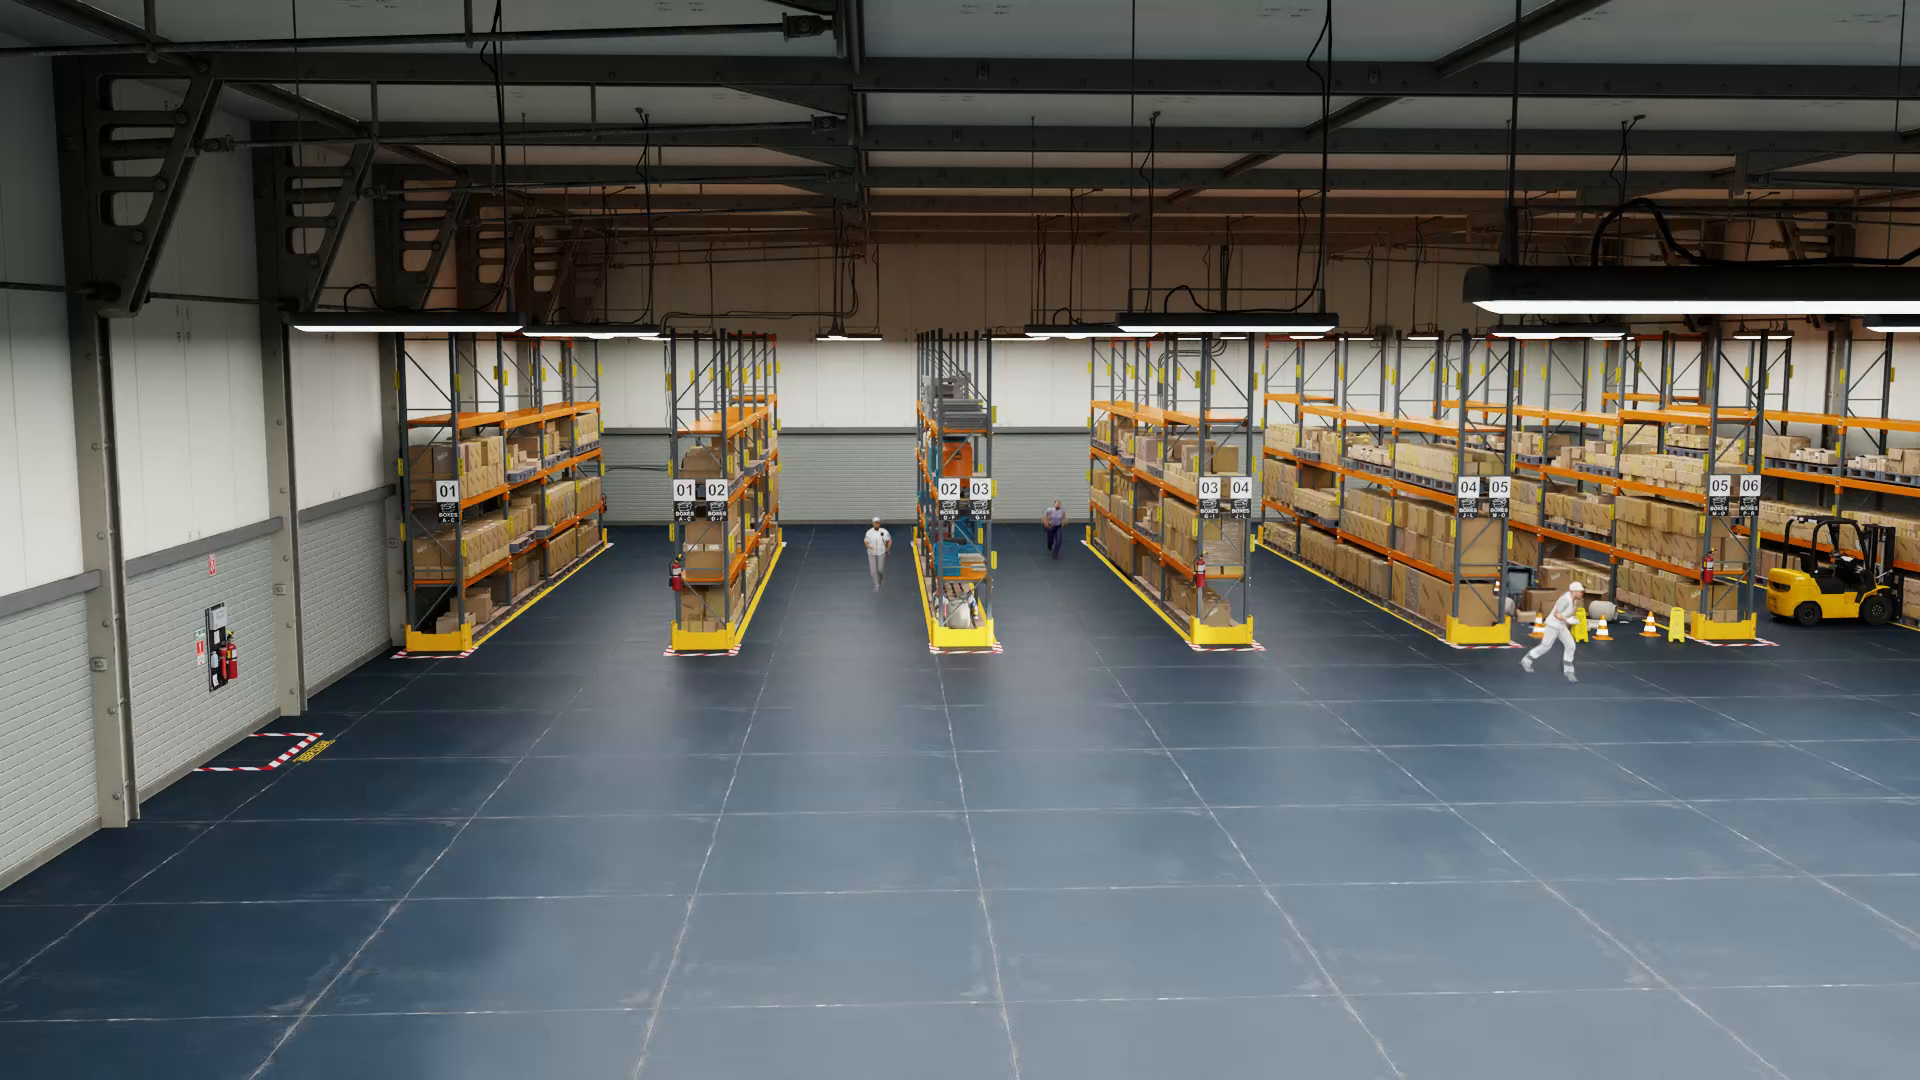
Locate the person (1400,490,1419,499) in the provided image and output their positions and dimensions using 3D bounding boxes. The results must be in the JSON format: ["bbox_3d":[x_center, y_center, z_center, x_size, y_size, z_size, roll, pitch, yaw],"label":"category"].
[{"bbox_3d":[13.456,-1.043,50.033,0.863,1.771,0.657,-3,7,-20],"label":"person"}]

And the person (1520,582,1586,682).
[{"bbox_3d":[10.171,1.549,28.516,1.056,1.731,0.704,5,8,36],"label":"person"}]

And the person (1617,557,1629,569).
[{"bbox_3d":[16.617,-0.025,41.515,0.646,1.770,0.774,-2,7,-14],"label":"person"}]

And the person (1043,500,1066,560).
[{"bbox_3d":[2.523,-0.276,44.428,0.623,1.631,0.762,-1,7,-9],"label":"person"}]

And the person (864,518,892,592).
[{"bbox_3d":[-1.814,0.332,36.479,0.599,1.645,0.531,0,7,4],"label":"person"}]
